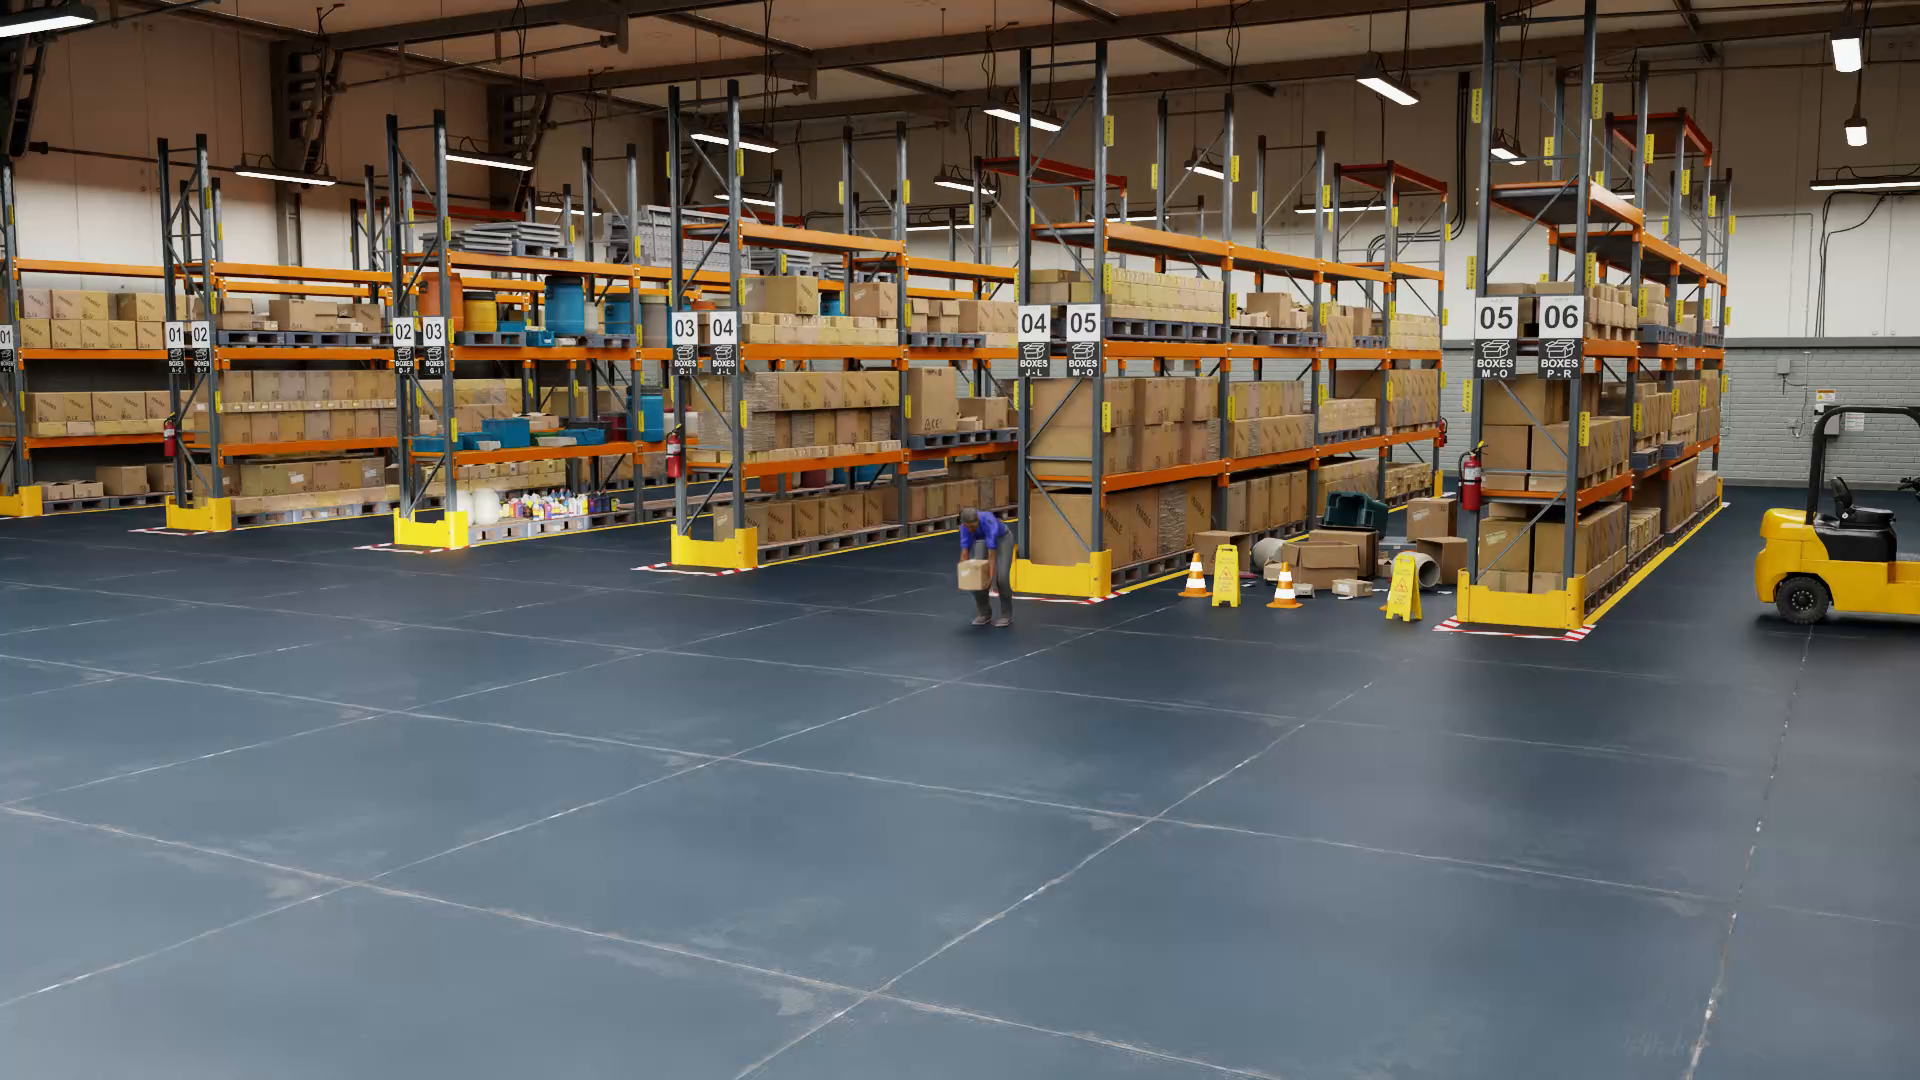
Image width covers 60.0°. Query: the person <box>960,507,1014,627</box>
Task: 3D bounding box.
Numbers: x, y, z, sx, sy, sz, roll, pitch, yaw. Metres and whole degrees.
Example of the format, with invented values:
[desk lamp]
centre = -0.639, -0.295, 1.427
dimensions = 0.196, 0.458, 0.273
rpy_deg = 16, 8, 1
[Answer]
[person]
centre = 0.228, 0.260, 16.141
dimensions = 0.413, 1.201, 0.844
rpy_deg = 3, 7, 27
